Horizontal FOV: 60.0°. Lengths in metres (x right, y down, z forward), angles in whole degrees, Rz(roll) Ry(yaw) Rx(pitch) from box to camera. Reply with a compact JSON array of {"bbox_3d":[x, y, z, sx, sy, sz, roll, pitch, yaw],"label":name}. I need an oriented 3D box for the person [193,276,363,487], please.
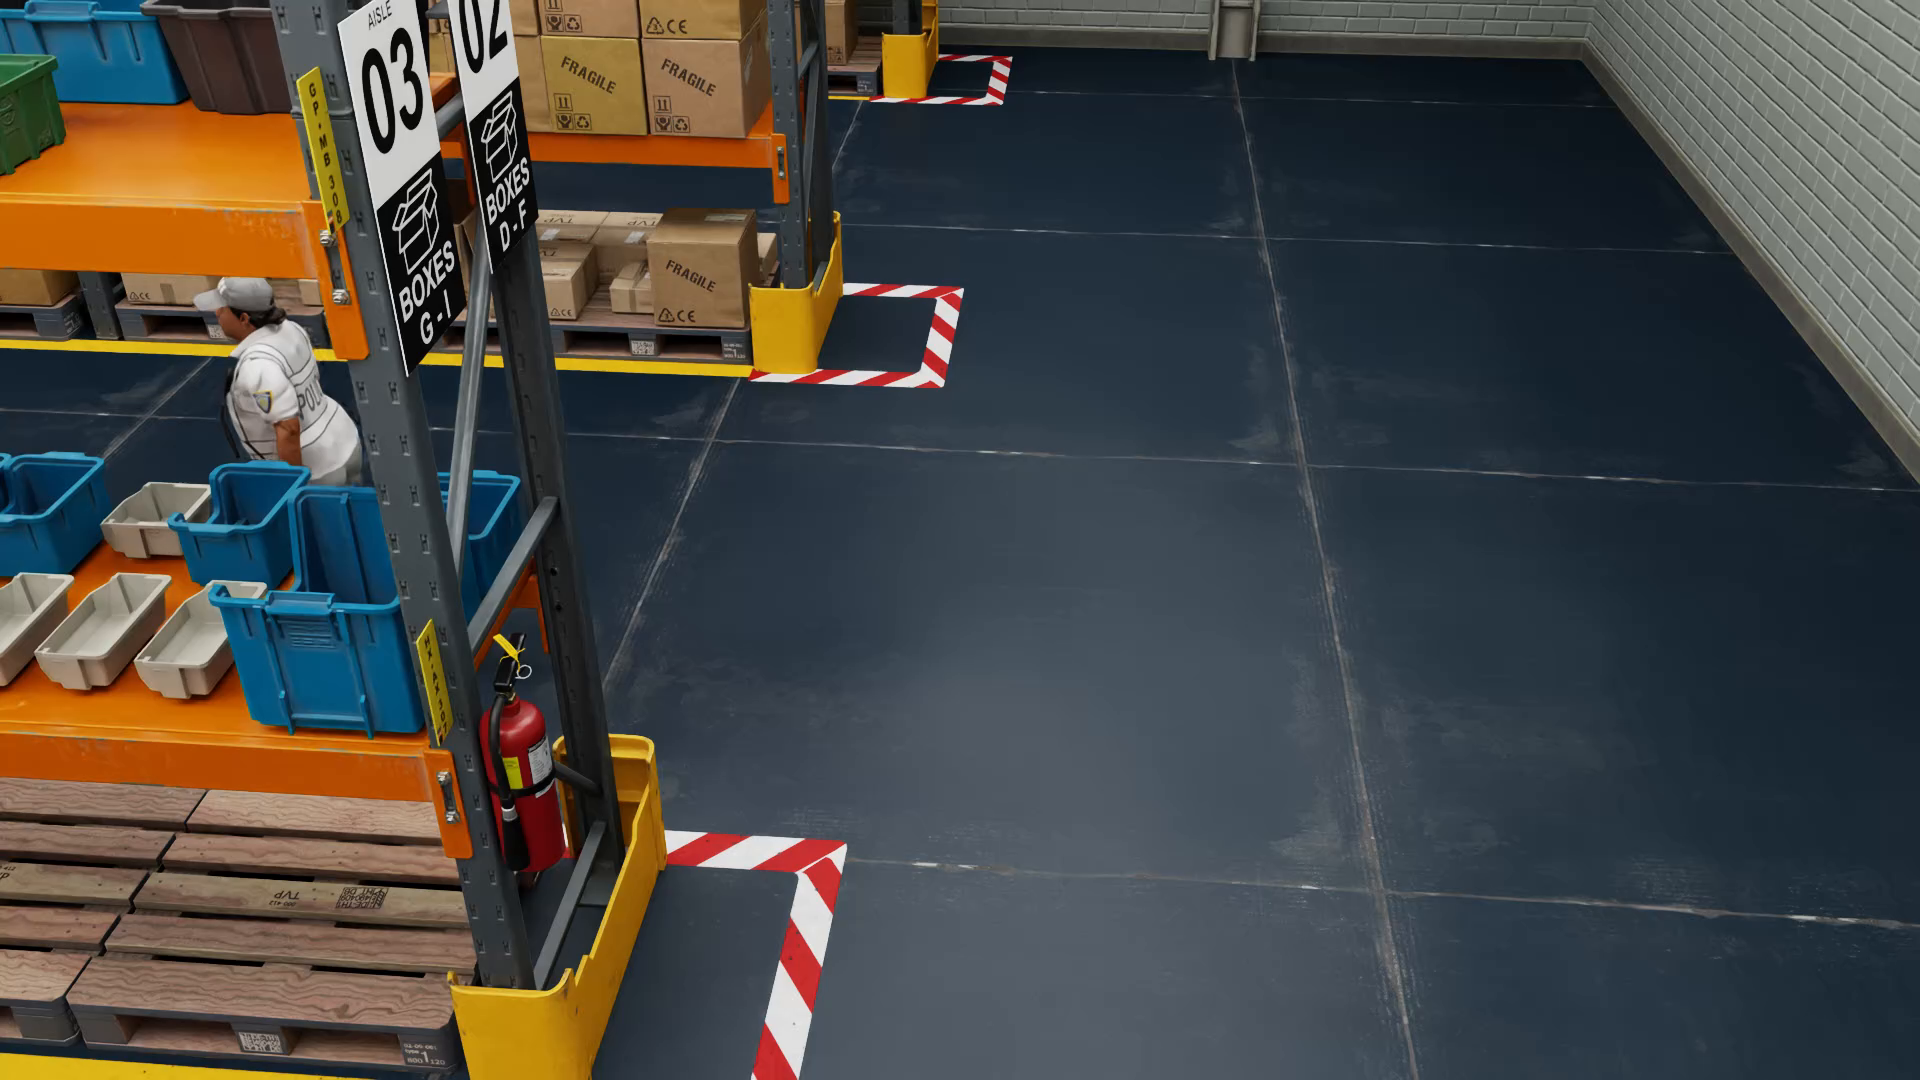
[{"bbox_3d":[-2.585,-0.269,6.596,0.533,1.681,0.563,0,32,-1],"label":"person"}]
